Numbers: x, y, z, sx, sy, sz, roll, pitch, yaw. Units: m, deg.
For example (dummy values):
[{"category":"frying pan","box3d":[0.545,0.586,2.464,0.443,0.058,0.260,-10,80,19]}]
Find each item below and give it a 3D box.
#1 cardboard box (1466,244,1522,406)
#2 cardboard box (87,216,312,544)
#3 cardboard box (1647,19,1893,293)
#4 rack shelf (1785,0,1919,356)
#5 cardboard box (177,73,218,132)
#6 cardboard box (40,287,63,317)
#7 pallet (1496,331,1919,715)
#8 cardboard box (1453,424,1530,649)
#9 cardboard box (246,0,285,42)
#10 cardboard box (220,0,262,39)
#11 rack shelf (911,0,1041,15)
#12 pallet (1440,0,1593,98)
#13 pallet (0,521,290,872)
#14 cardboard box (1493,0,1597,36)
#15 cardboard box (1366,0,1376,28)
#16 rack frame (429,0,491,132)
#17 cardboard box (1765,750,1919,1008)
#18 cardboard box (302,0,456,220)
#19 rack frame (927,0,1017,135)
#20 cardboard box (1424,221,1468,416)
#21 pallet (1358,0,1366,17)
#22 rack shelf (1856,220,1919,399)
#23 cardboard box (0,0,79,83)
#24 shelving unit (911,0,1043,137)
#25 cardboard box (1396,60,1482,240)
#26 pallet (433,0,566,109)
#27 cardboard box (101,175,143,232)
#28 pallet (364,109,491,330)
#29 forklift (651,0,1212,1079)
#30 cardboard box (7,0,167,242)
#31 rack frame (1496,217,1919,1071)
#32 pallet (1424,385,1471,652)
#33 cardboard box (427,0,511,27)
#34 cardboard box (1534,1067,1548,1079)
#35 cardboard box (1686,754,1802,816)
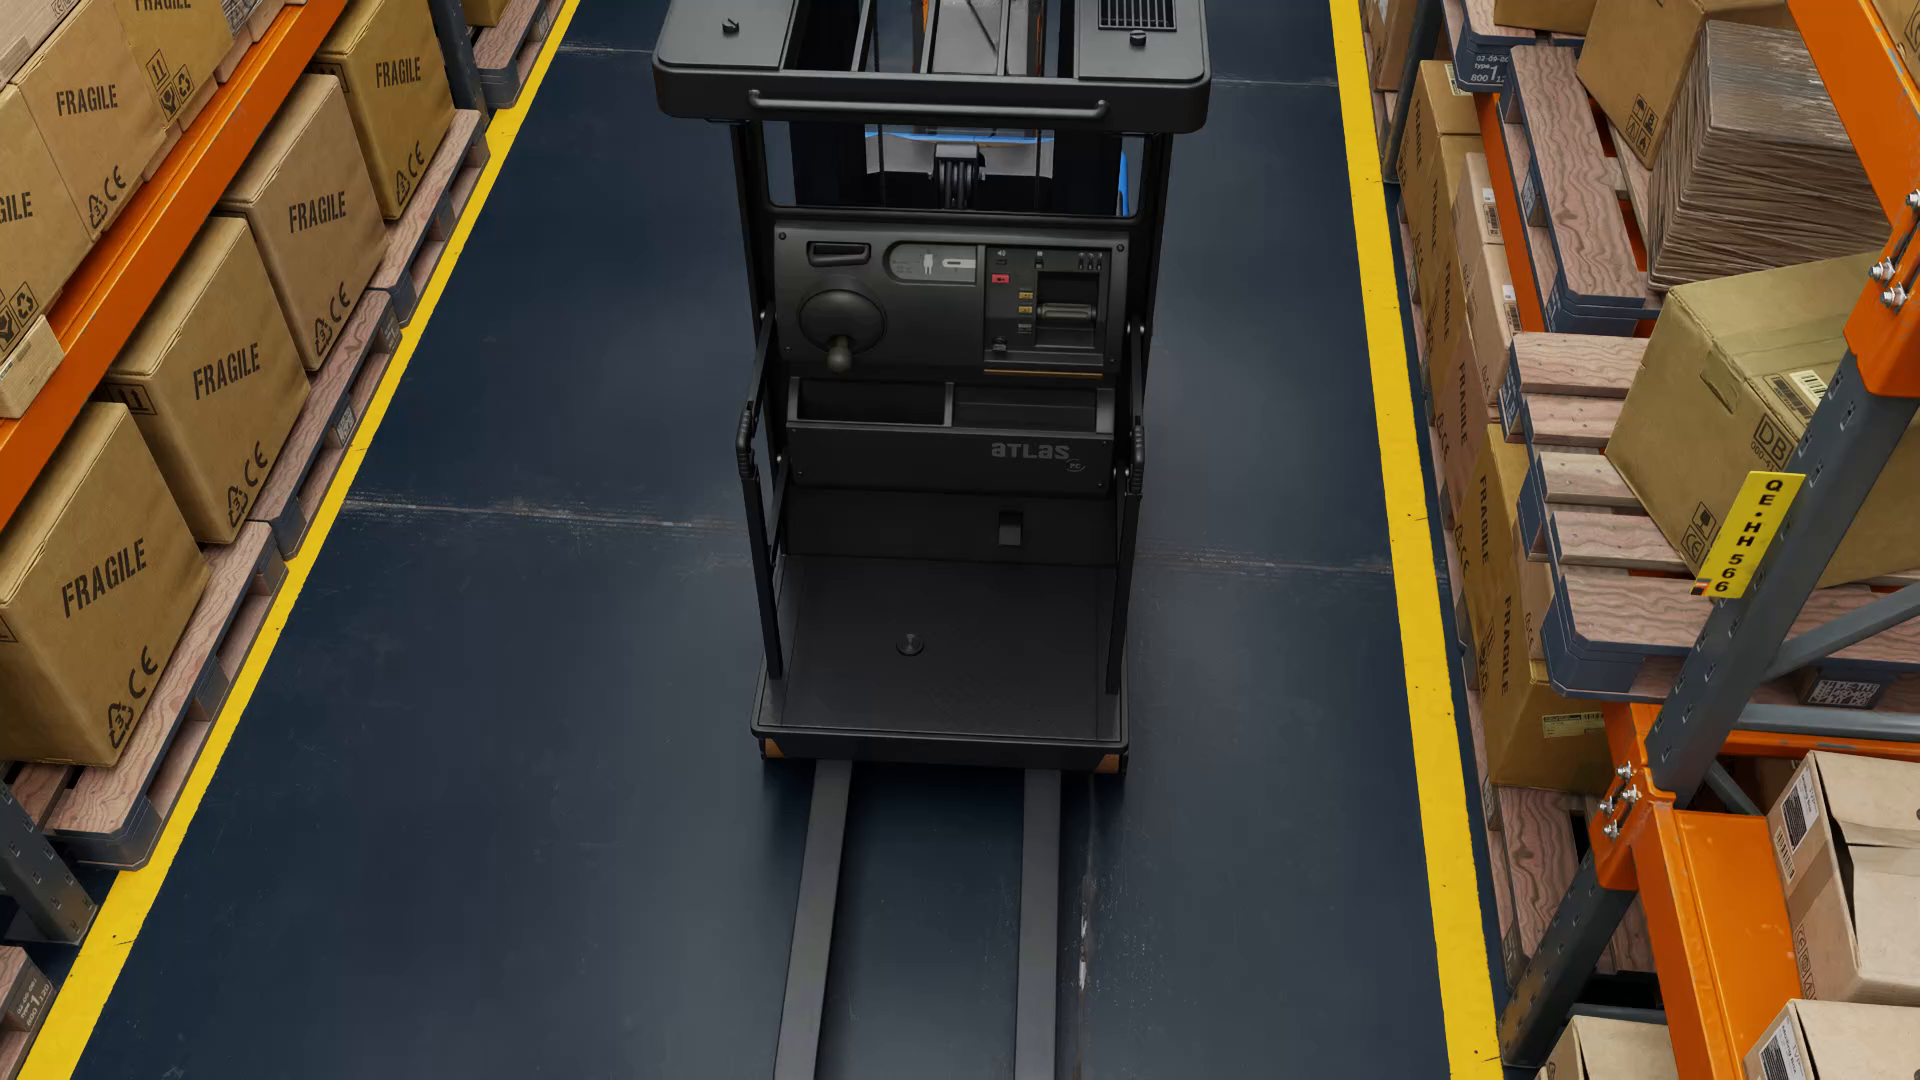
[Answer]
[{"category":"cardboard box","box3d":[1.898,-0.666,5.214,0.500,0.250,0.500,3,48,3]},{"category":"cardboard box","box3d":[-2.693,-0.533,5.377,0.750,0.750,0.750,4,48,3]},{"category":"cardboard box","box3d":[2.175,-0.916,4.203,0.700,0.500,0.500,12,49,11]},{"category":"rack shelf","box3d":[2.139,-1.850,3.864,1.077,0.370,4.000,4,48,4]},{"category":"cardboard box","box3d":[-2.556,-1.410,5.164,0.380,0.149,0.250,5,48,5]},{"category":"cardboard box","box3d":[-2.676,-0.657,4.475,0.380,0.149,0.250,3,48,3]},{"category":"pallet","box3d":[1.949,-0.049,3.892,1.213,0.211,1.003,4,48,4]},{"category":"cardboard box","box3d":[1.856,0.001,5.112,0.500,0.500,0.500,2,48,2]},{"category":"cardboard box","box3d":[-2.483,-1.788,5.509,0.380,0.149,0.250,4,48,4]},{"category":"cardboard box","box3d":[-2.494,-1.922,5.192,0.500,0.500,0.500,4,48,4]},{"category":"rack shelf","box3d":[0.064,-2.021,5.245,0.431,0.518,0.480,2,48,2]},{"category":"pallet","box3d":[2.140,-1.906,5.590,1.003,0.211,1.213,4,48,4]},{"category":"pallet","box3d":[-2.830,0.425,5.218,1.003,0.211,1.213,4,48,4]},{"category":"cardboard box","box3d":[2.056,-1.883,5.087,0.700,0.500,0.500,11,48,10]},{"category":"cardboard box","box3d":[2.065,-2.454,7.596,0.380,0.149,0.250,4,48,4]},{"category":"rack frame","box3d":[-2.612,-2.881,6.352,1.000,3.000,0.127,4,48,4]},{"category":"cardboard box","box3d":[1.880,0.683,3.153,0.500,0.311,0.500,7,48,6]},{"category":"cardboard box","box3d":[-2.542,-1.811,6.546,0.750,0.750,0.750,4,48,4]},{"category":"rack frame","box3d":[0.077,-1.738,5.916,0.400,2.100,0.015,2,48,2]},{"category":"cardboard box","box3d":[1.944,-0.757,5.805,0.500,0.500,0.500,4,48,4]},{"category":"pallet","box3d":[2.493,-3.013,8.363,1.003,0.211,1.213,4,48,4]},{"category":"rack shelf","box3d":[1.774,1.089,1.176,1.077,0.370,4.000,4,48,4]},{"category":"cardboard box","box3d":[-2.589,-1.415,4.220,0.500,0.250,0.500,4,48,4]},{"category":"shelving unit","box3d":[0.063,-1.558,5.752,0.431,2.100,0.503,2,48,2]},{"category":"cardboard box","box3d":[2.035,-1.516,6.500,0.500,0.500,0.500,2,48,2]},{"category":"pallet","box3d":[-2.465,-2.493,7.887,1.003,0.211,1.213,4,48,4]},{"category":"cardboard box","box3d":[-2.627,-1.037,4.823,0.380,0.149,0.250,5,48,4]},{"category":"pallet","box3d":[-2.607,-1.368,6.858,1.003,0.211,1.213,4,48,4]},{"category":"forklift","box3d":[-0.035,-0.531,4.249,1.130,2.935,3.031,2,48,2]},{"category":"cardboard box","box3d":[-2.574,-1.171,4.505,0.500,0.500,0.500,4,48,3]},{"category":"rack frame","box3d":[1.957,0.389,3.362,1.000,3.000,0.127,4,48,4]},{"category":"pallet","box3d":[2.176,-0.110,5.708,1.003,0.211,1.213,4,48,4]},{"category":"cardboard box","box3d":[-2.442,-2.722,7.616,0.700,0.500,0.500,4,48,4]},{"category":"cardboard box","box3d":[1.617,1.540,3.887,0.500,0.250,0.500,4,48,3]},{"category":"cardboard box","box3d":[2.283,0.769,4.410,0.500,0.500,0.500,6,48,5]}]
